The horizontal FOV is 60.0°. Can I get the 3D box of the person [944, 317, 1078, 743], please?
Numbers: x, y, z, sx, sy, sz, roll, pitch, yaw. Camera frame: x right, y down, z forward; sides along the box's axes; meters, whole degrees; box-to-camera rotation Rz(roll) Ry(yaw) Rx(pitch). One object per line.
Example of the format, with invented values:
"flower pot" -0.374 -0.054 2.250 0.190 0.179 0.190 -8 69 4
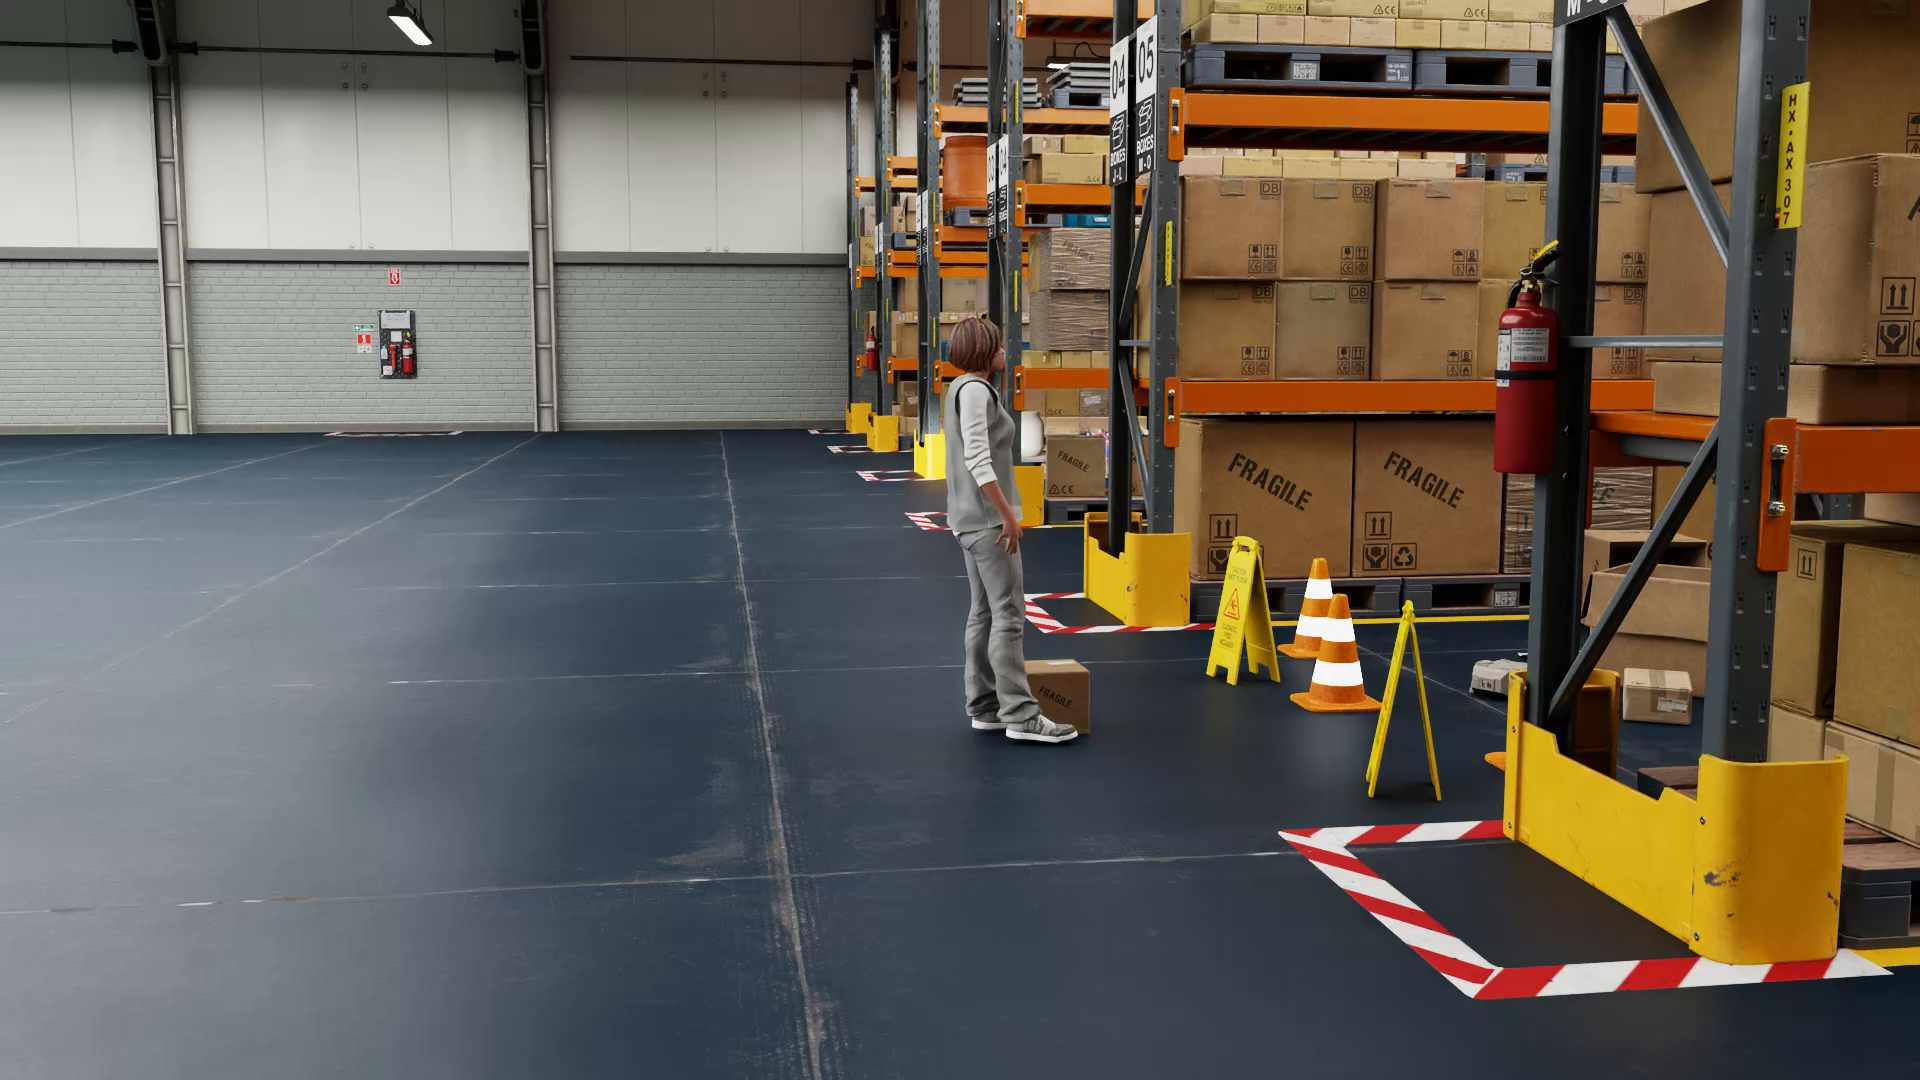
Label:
"person" 0.178 -0.052 6.382 0.474 1.598 0.519 -1 7 -9
